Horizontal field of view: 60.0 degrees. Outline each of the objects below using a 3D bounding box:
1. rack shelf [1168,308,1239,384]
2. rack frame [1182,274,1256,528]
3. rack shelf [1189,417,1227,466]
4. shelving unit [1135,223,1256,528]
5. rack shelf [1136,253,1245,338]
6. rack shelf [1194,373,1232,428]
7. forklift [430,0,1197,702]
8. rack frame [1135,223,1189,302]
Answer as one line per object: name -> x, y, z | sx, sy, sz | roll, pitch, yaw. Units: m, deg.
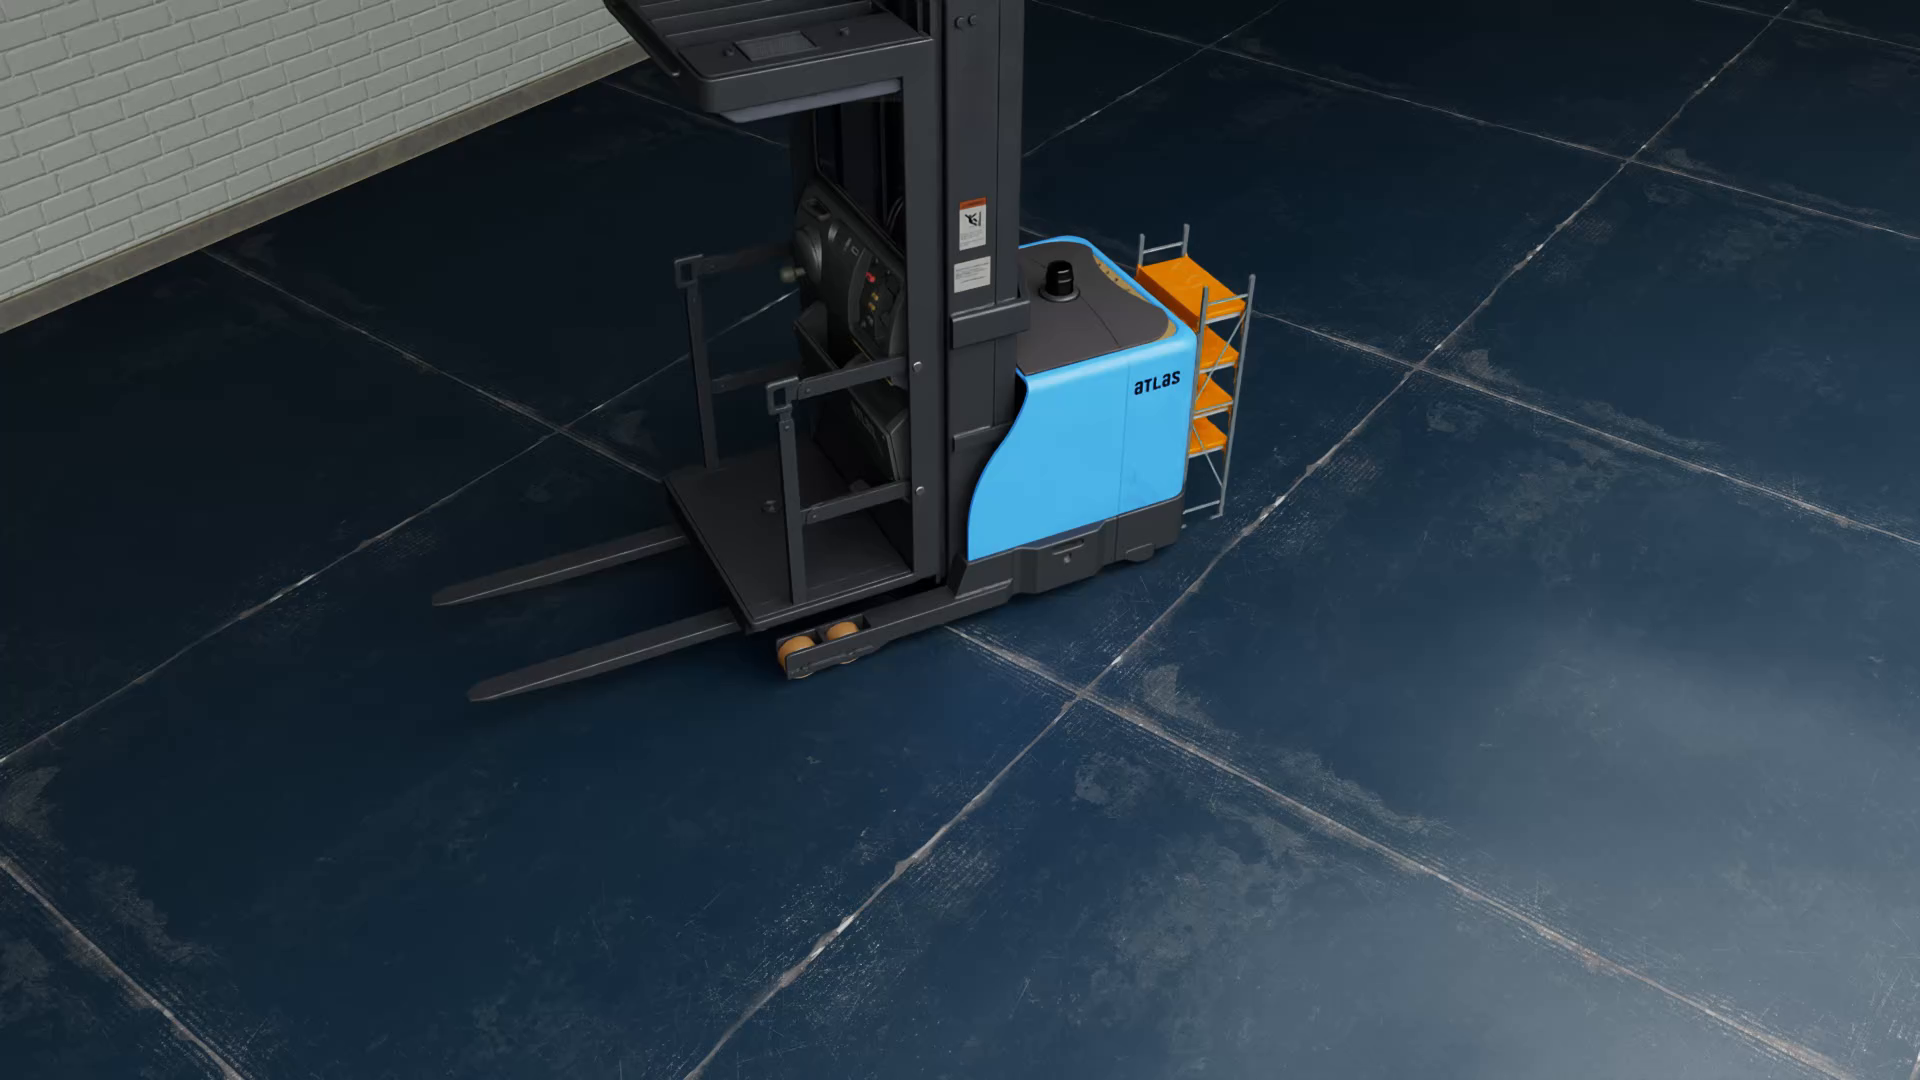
rack shelf -> 0.957, -0.813, 7.057 | 0.258, 0.148, 0.480 | -16, 41, -21
rack frame -> 1.063, -0.554, 6.981 | 0.240, 1.200, 0.015 | -16, 41, -21
rack shelf -> 0.950, -0.479, 7.315 | 0.258, 0.148, 0.480 | -16, 41, -21
shelving unit -> 0.955, -0.689, 7.153 | 0.258, 1.200, 0.503 | -16, 41, -21
rack shelf -> 0.961, -1.000, 6.913 | 0.258, 0.148, 0.480 | -16, 41, -21
rack shelf -> 0.954, -0.636, 7.194 | 0.258, 0.148, 0.480 | -16, 41, -21
forklift -> -0.599, -0.982, 6.127 | 3.031, 2.935, 1.130 | -17, 41, -20
rack frame -> 0.846, -0.824, 7.325 | 0.240, 1.200, 0.015 | -16, 41, -21
